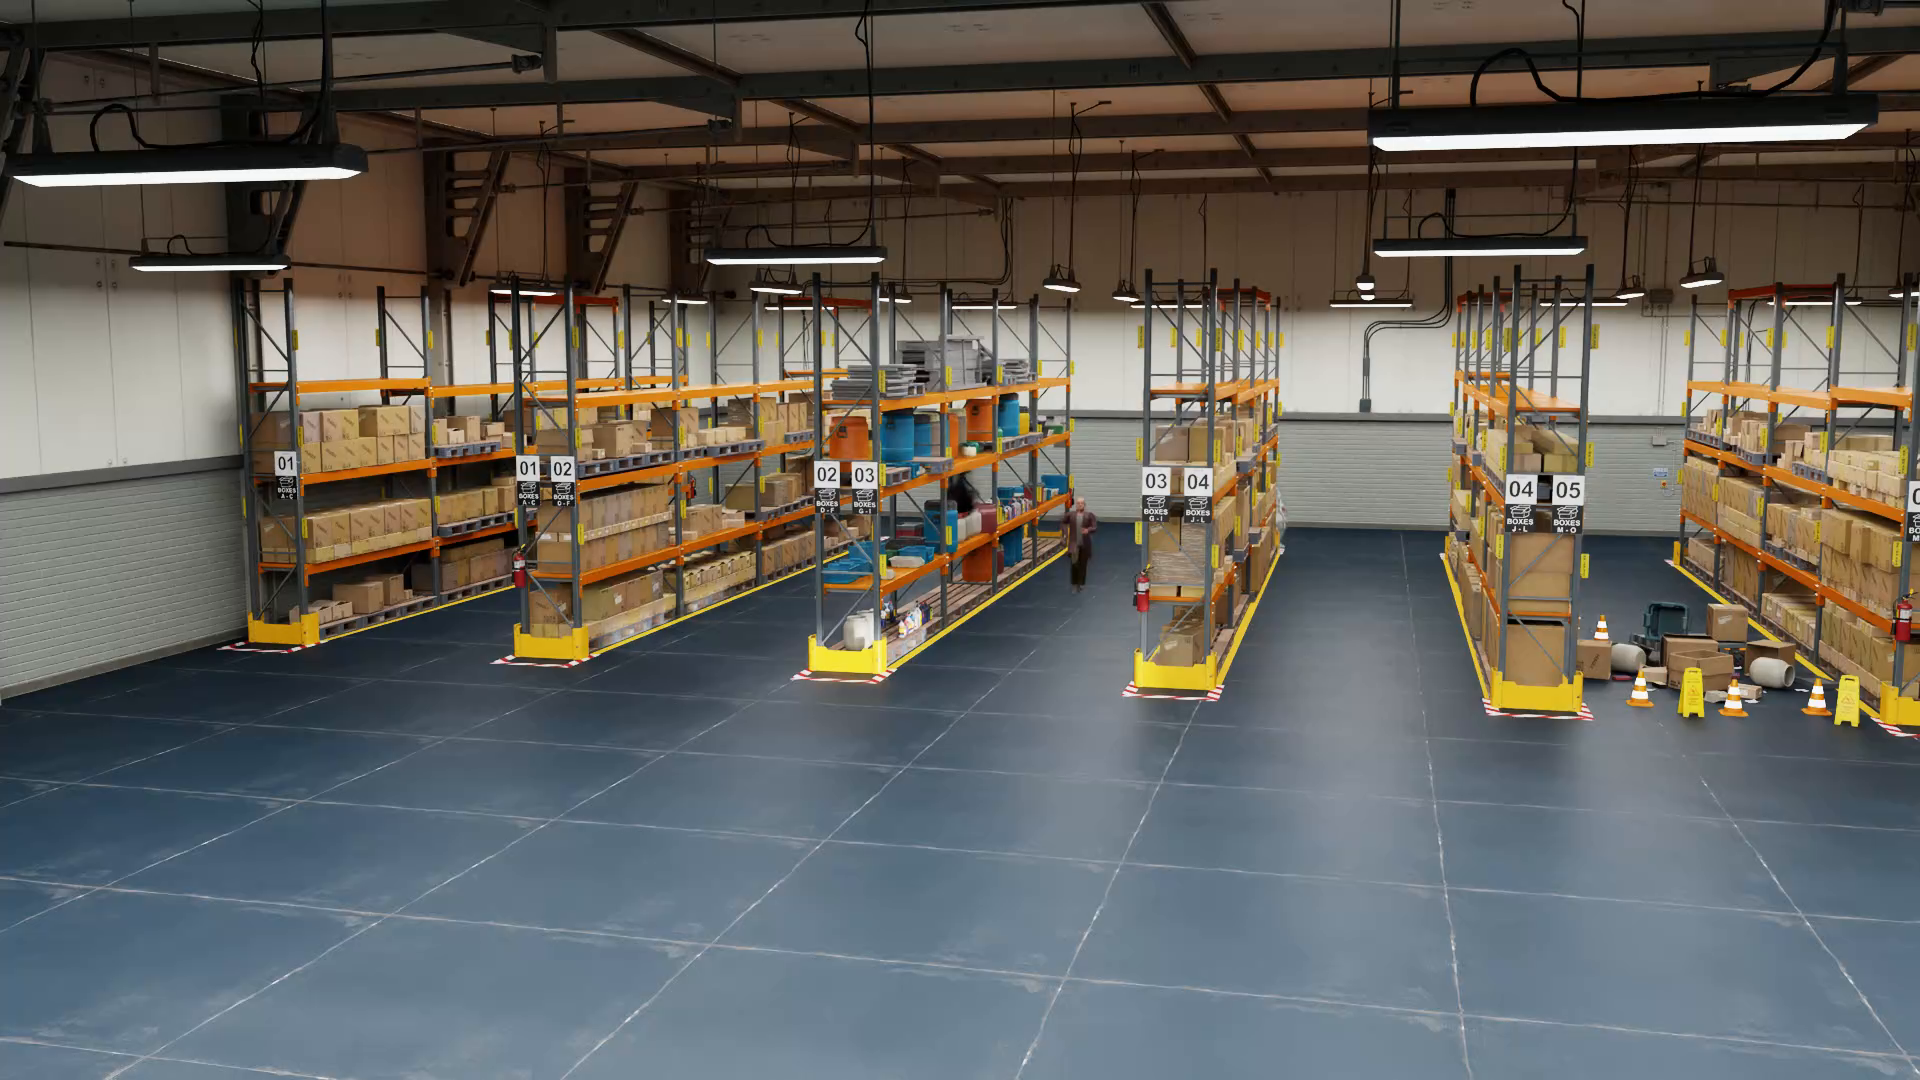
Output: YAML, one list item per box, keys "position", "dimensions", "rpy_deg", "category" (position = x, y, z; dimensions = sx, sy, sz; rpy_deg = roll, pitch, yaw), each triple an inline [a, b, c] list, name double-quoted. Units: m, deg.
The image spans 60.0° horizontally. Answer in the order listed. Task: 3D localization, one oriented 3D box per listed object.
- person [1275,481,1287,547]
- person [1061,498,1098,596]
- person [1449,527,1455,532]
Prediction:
- position: [7.581, -0.665, 40.376]
  dimensions: [0.621, 1.737, 0.758]
  rpy_deg: [5, 9, 36]
  category: "person"
- position: [2.232, 0.128, 31.102]
  dimensions: [0.683, 1.837, 0.739]
  rpy_deg: [0, 7, 2]
  category: "person"
- position: [11.922, -0.554, 39.425]
  dimensions: [0.562, 1.684, 0.728]
  rpy_deg: [1, 7, 10]
  category: "person"
